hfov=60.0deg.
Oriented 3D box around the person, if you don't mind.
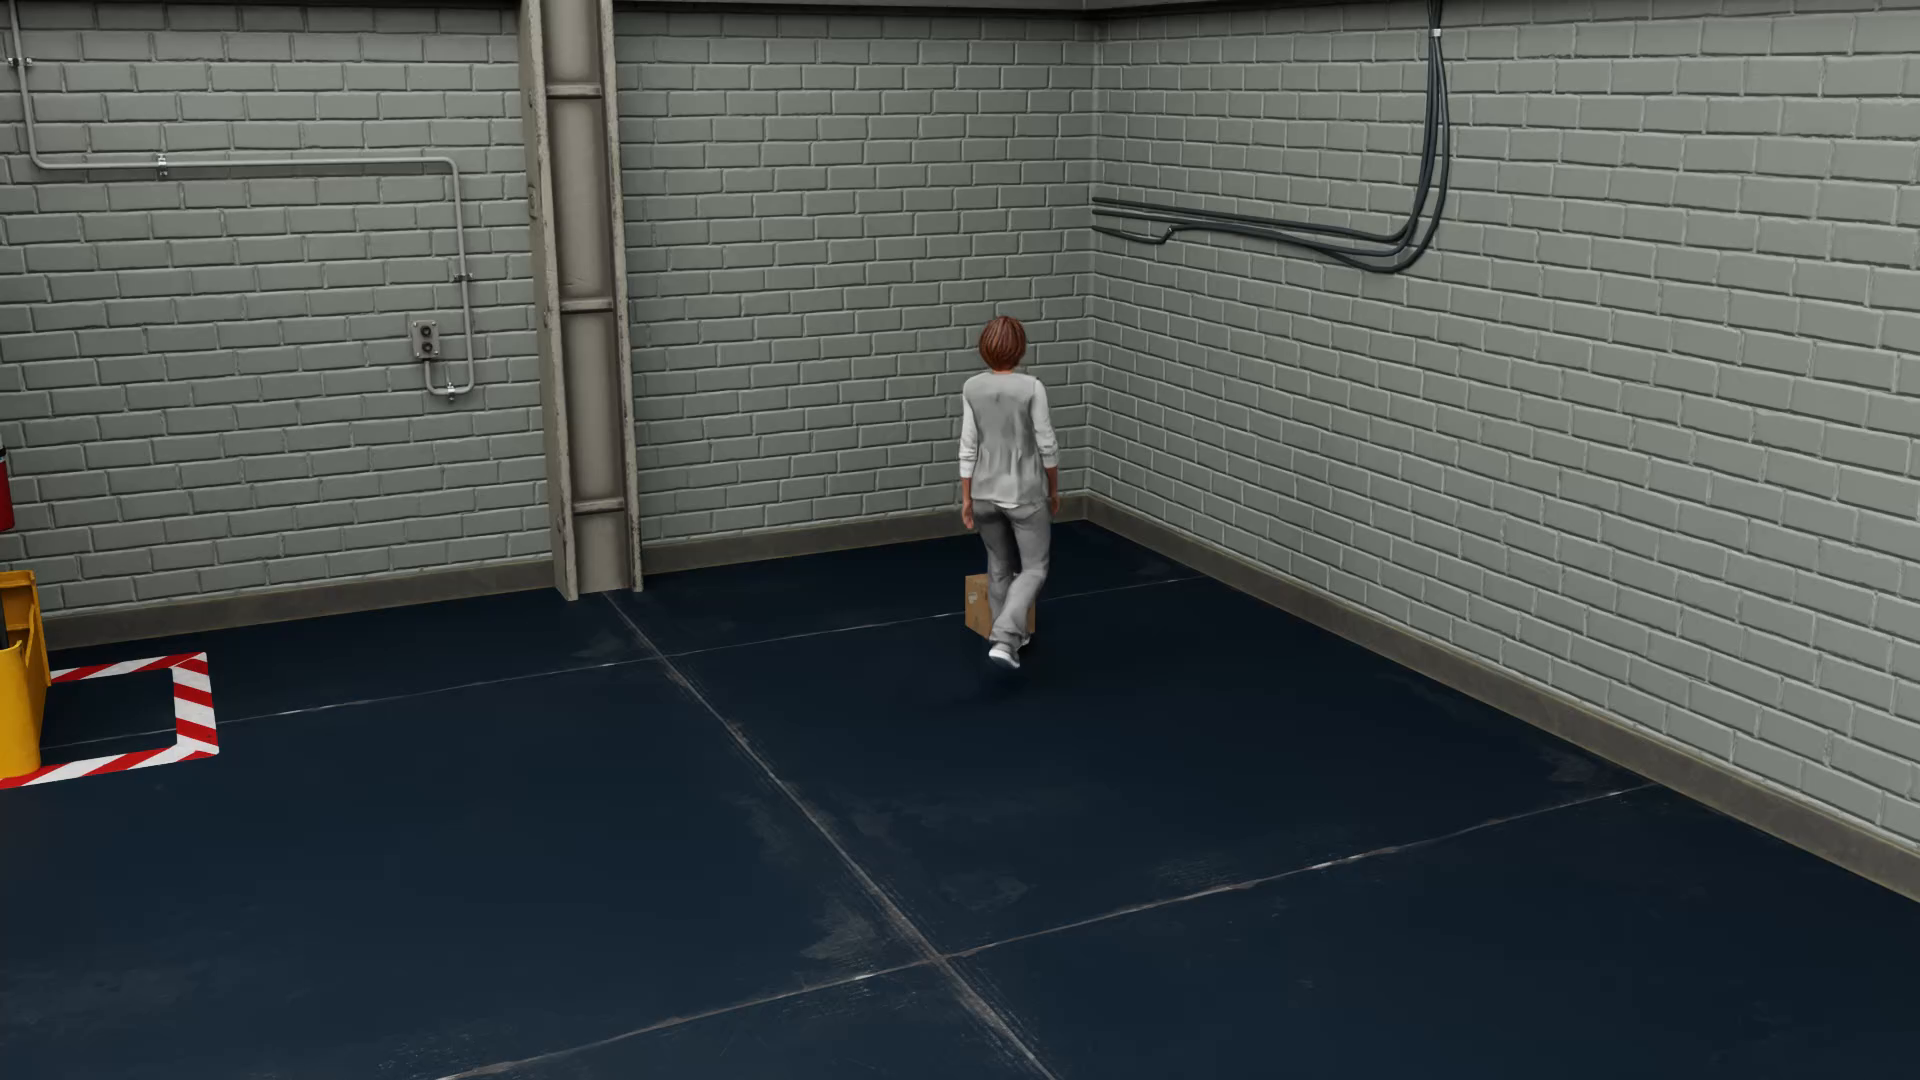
[{"bbox_3d":[0.221,-0.191,7.221,0.427,1.570,0.763,7,17,22],"label":"person"}]
